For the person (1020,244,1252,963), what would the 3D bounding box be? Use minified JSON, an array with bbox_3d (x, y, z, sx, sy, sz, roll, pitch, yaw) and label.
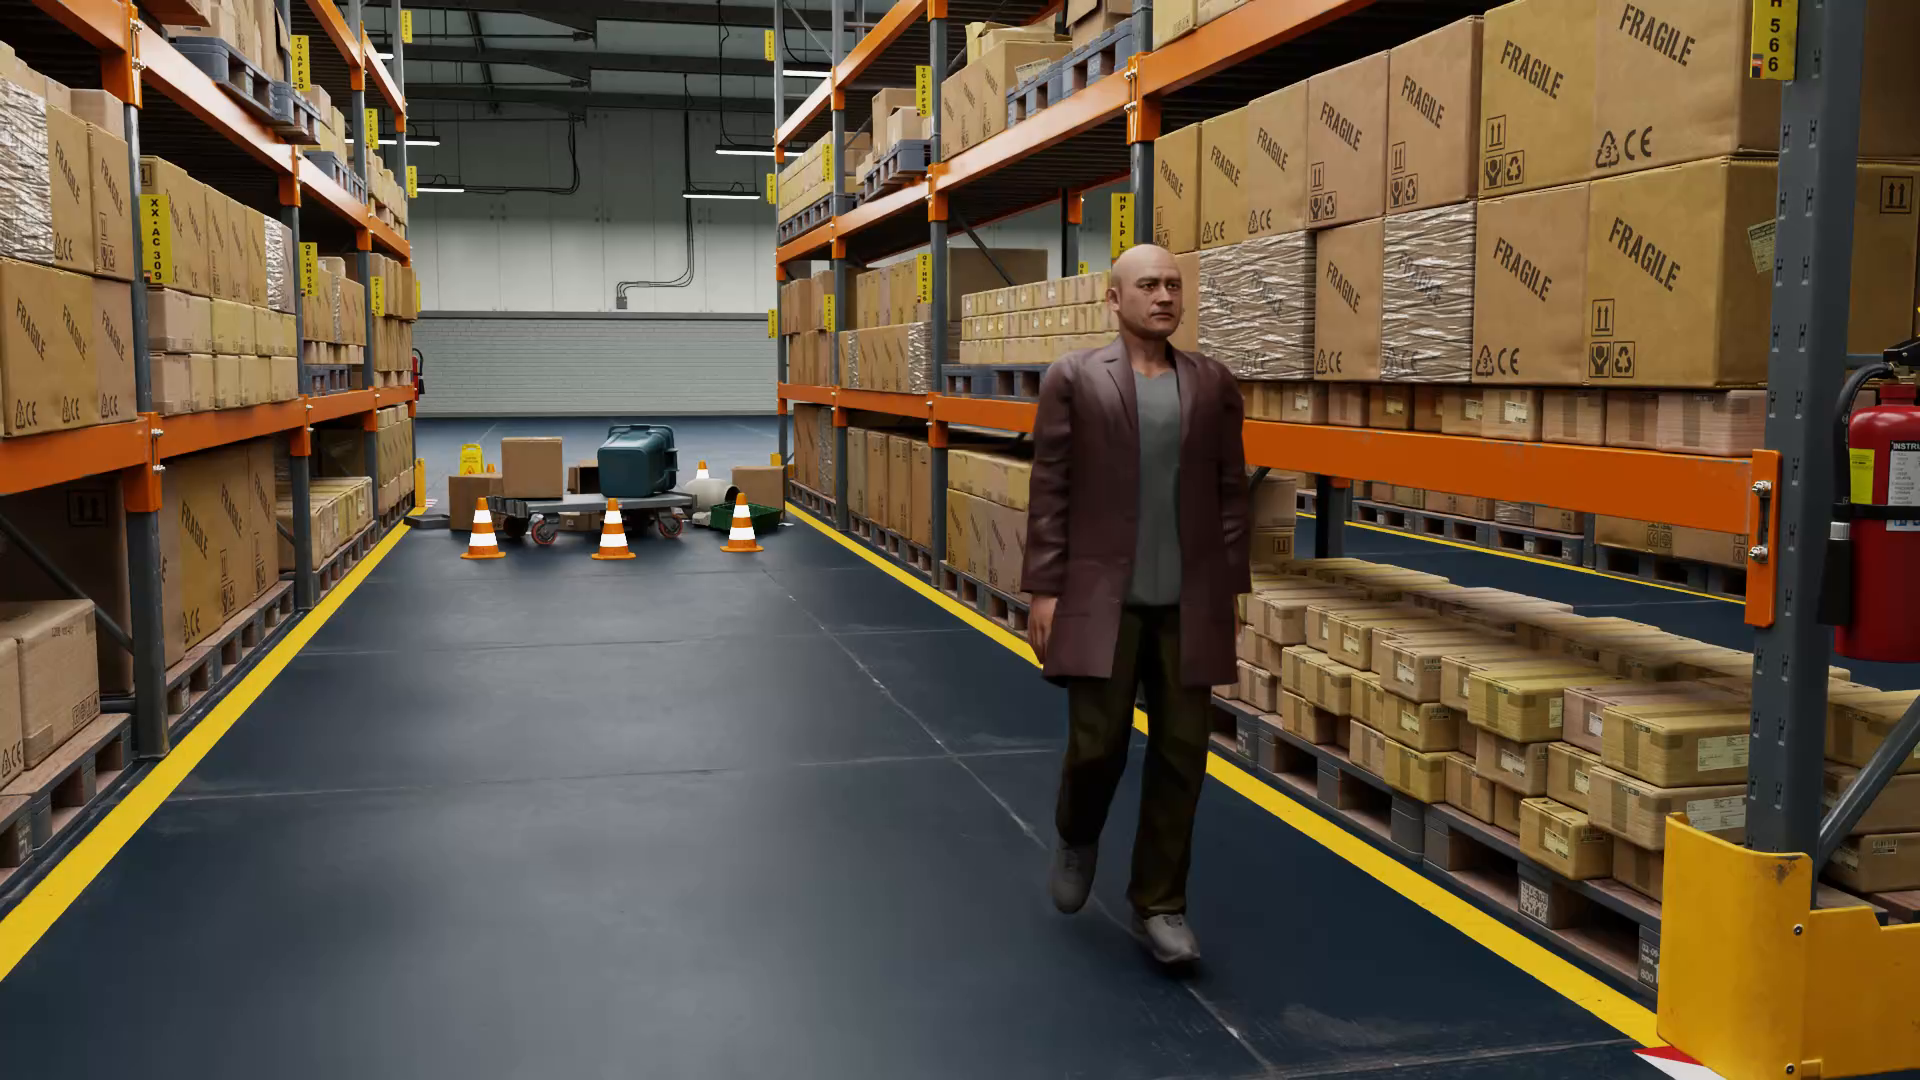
[{"bbox_3d":[0.450,0.143,4.228,0.600,1.770,0.601,-1,6,-9],"label":"person"}]
